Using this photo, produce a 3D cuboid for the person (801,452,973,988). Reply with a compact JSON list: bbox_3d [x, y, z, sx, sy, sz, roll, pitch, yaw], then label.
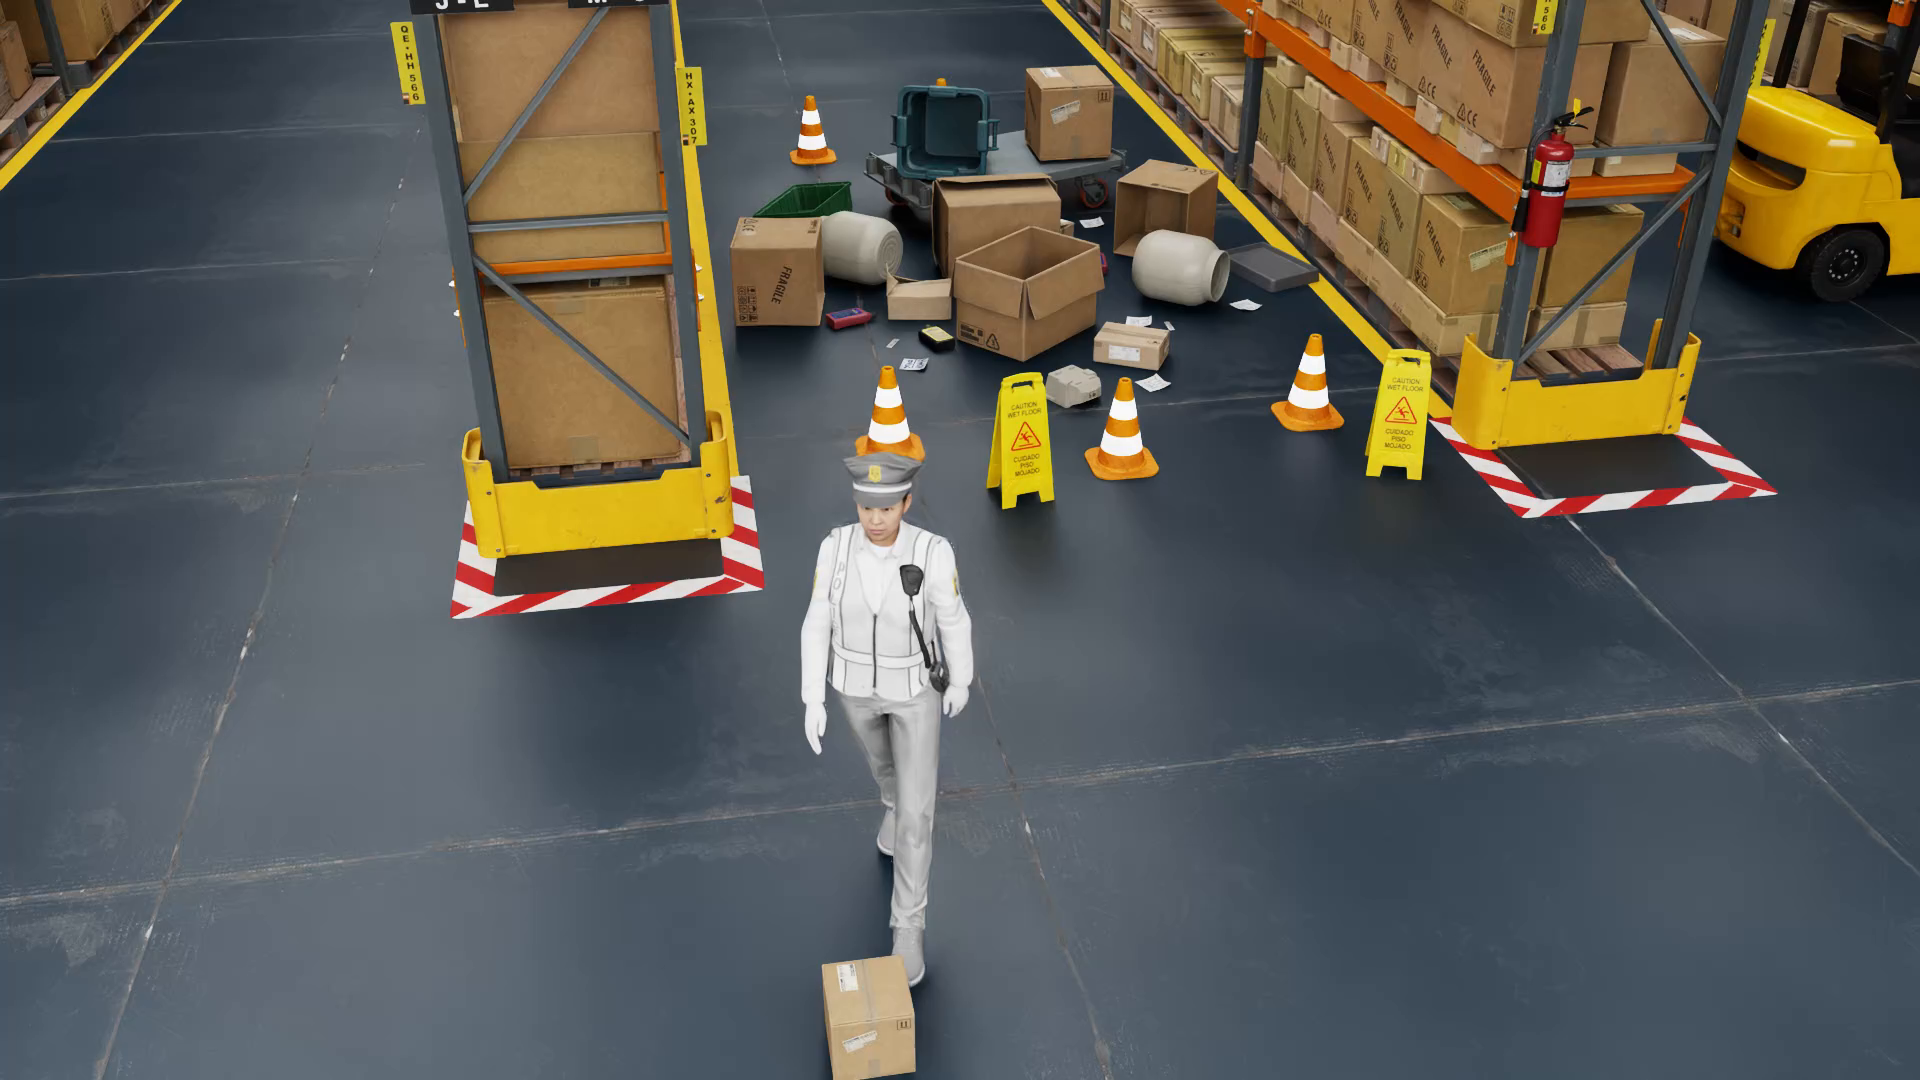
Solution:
[{"bbox_3d":[-0.254,0.502,5.254,0.522,1.641,0.917,7,32,11],"label":"person"}]
